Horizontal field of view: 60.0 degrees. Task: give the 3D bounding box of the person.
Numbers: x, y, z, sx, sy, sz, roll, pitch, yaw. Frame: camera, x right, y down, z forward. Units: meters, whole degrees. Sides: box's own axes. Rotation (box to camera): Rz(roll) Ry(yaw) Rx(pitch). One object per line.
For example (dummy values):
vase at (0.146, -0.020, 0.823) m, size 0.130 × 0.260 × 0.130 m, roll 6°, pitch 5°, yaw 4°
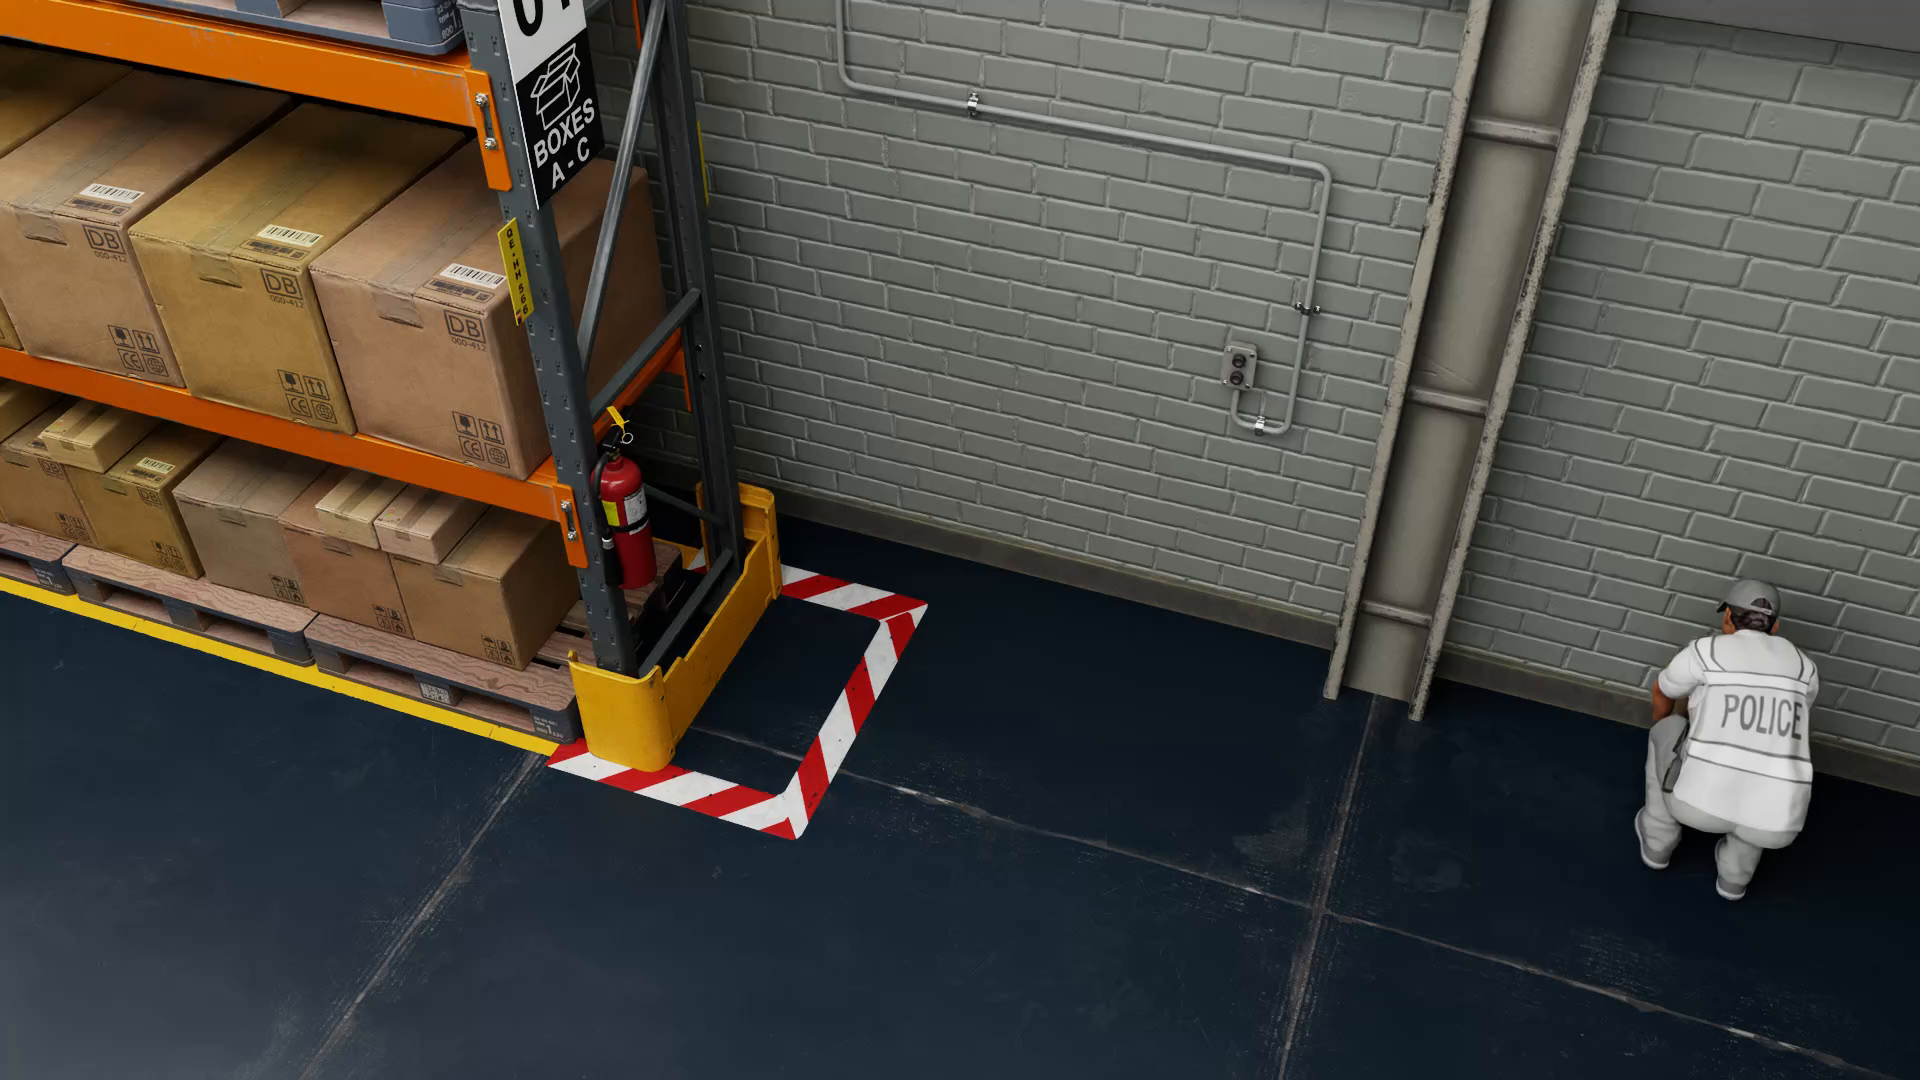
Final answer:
person at (2.682, 0.735, 5.823) m, size 0.528 × 1.021 × 0.835 m, roll 14°, pitch 44°, yaw 15°
